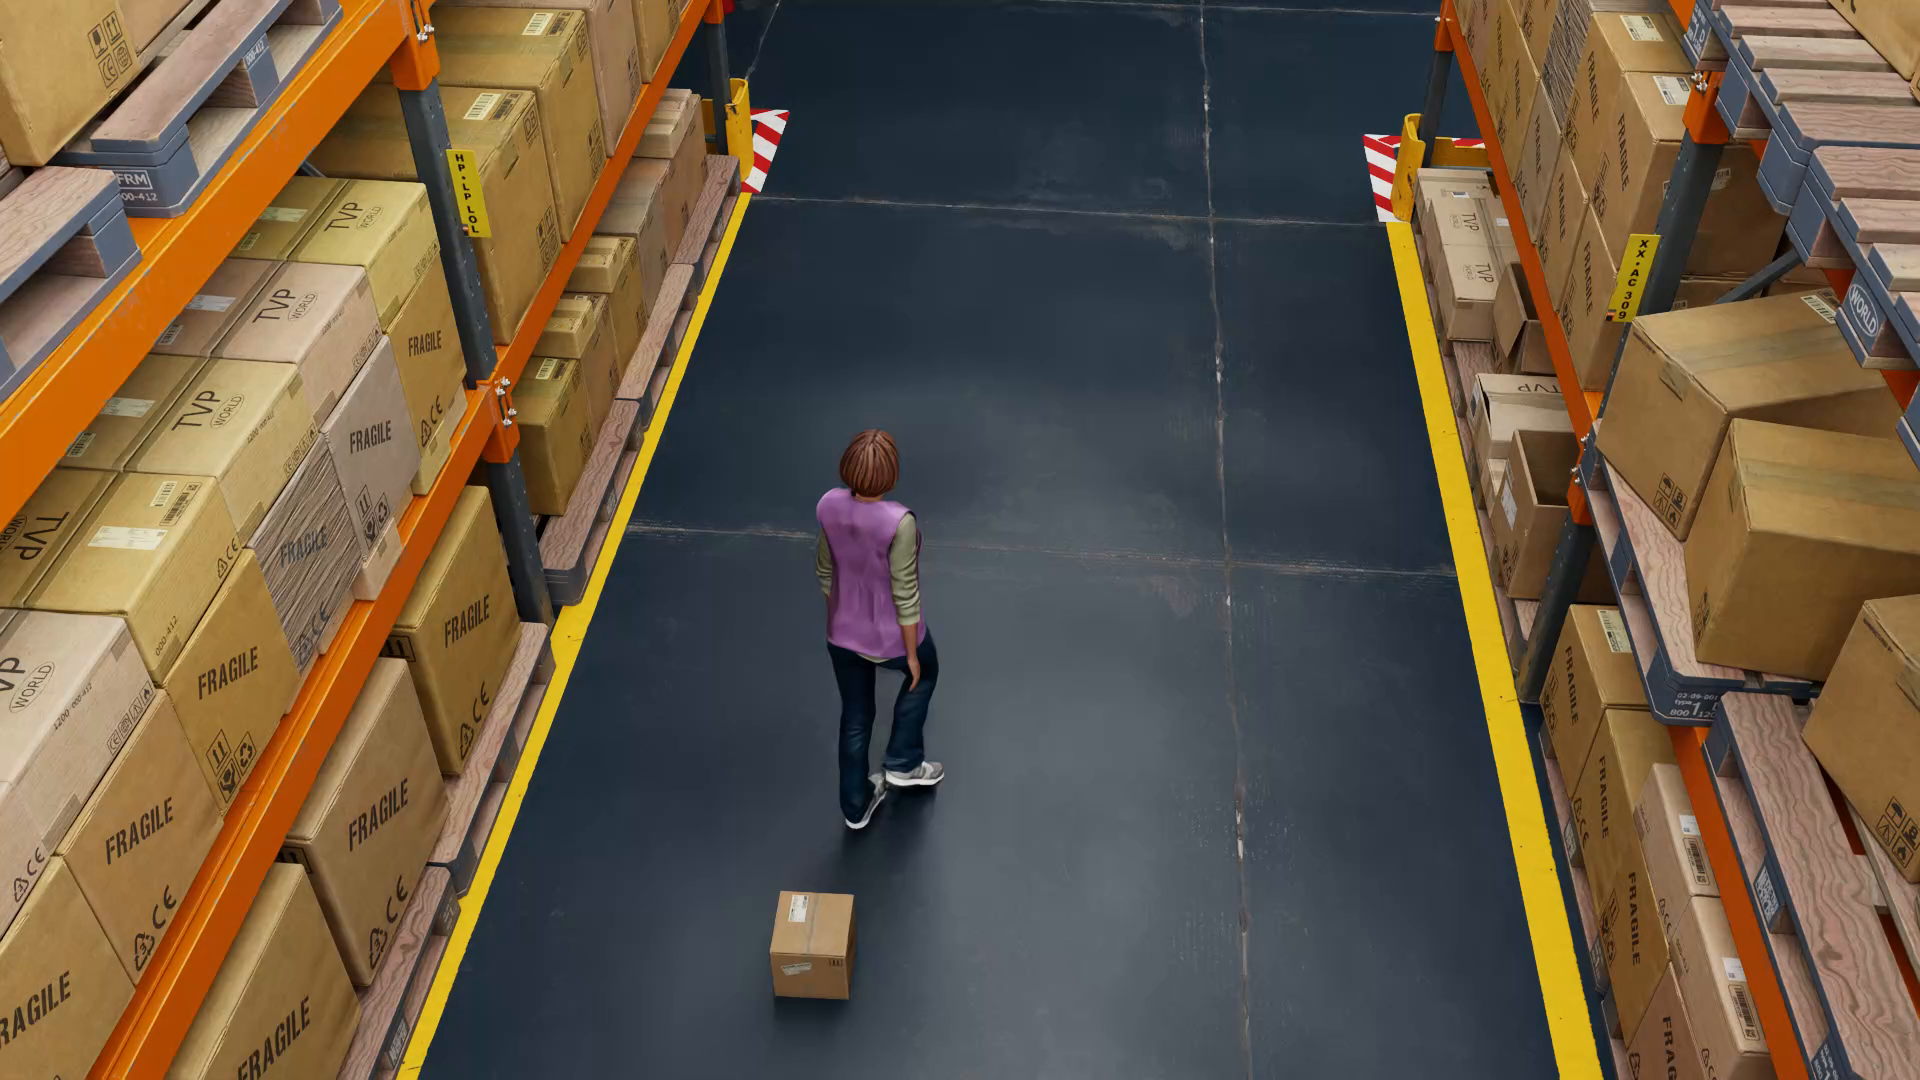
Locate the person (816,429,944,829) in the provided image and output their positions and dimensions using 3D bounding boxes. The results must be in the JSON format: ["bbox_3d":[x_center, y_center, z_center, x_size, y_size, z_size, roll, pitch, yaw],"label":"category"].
[{"bbox_3d":[-0.316,0.339,5.756,0.443,1.593,0.510,15,43,17],"label":"person"}]
